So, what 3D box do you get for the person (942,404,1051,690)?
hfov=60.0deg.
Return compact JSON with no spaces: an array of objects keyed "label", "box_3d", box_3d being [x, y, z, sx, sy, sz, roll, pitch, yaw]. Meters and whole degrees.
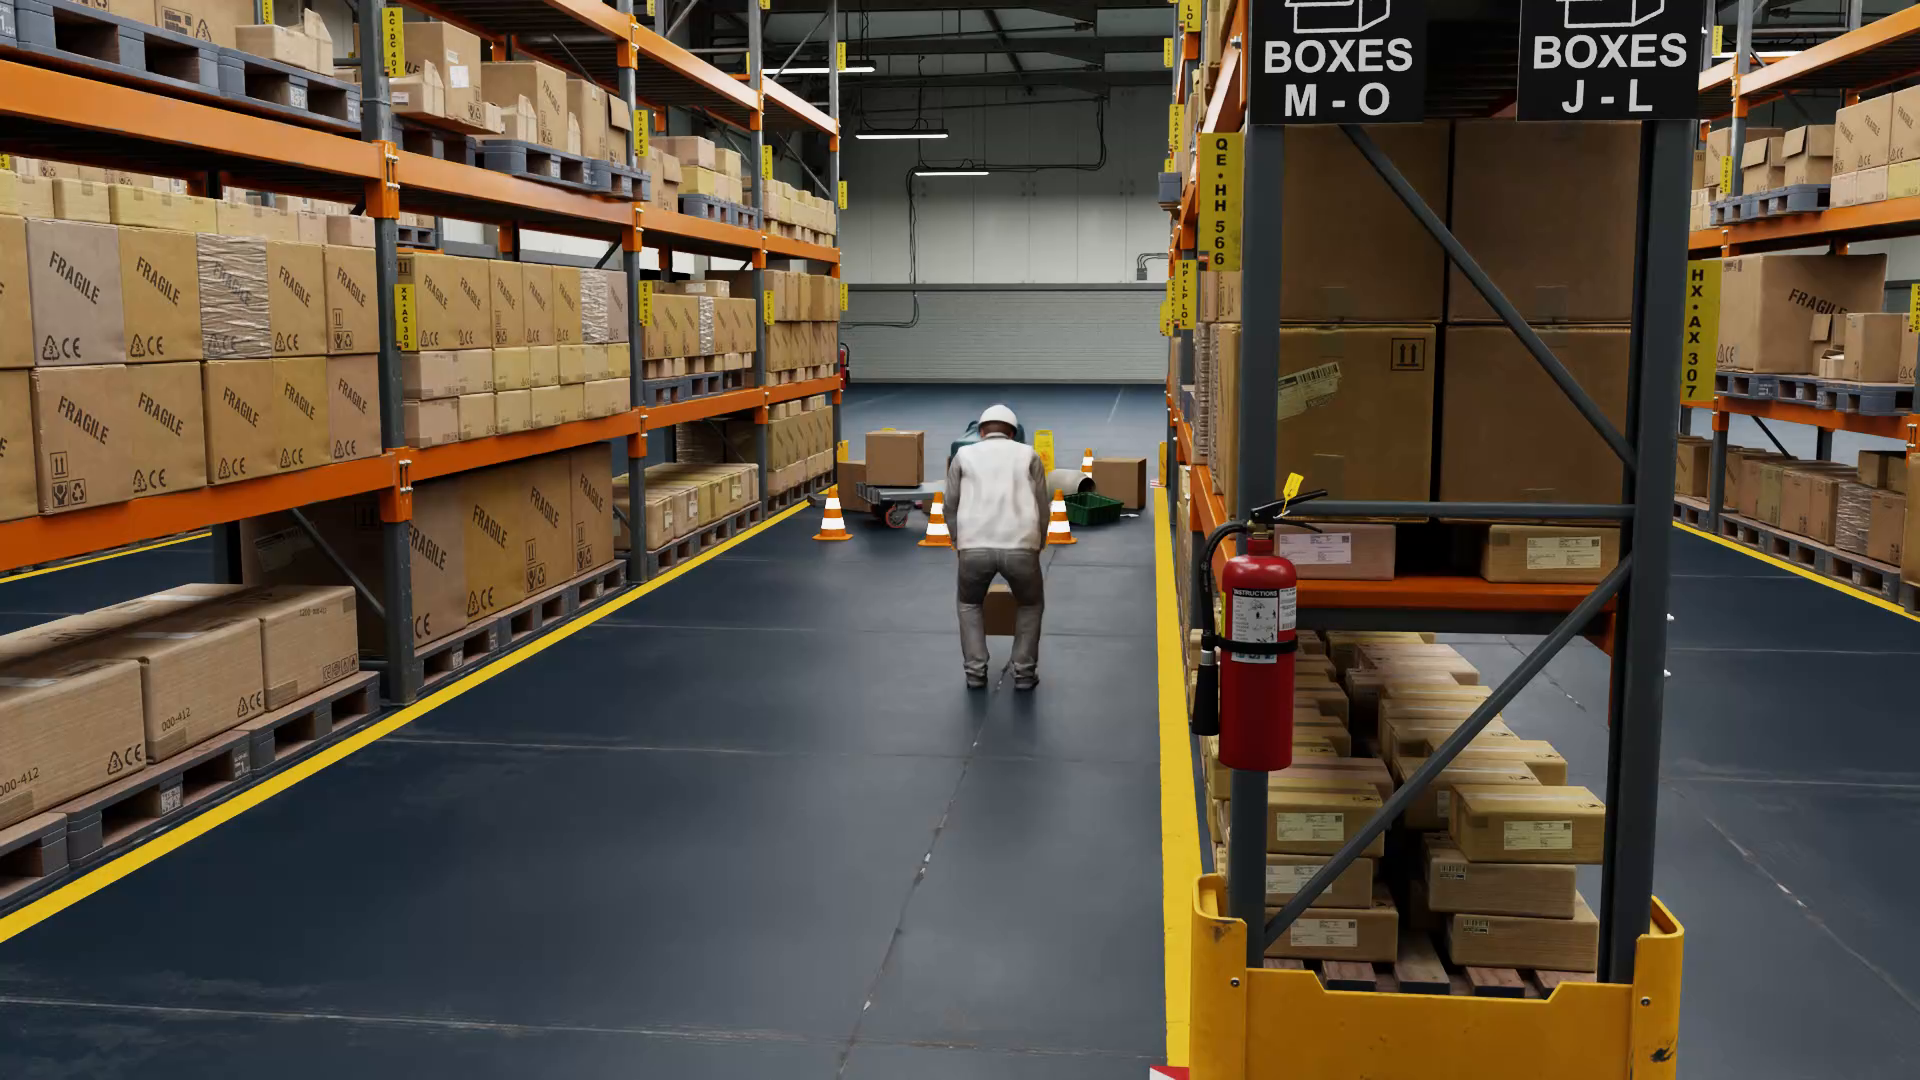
[{"label":"person","box_3d":[0.188,0.033,8.980,0.590,1.507,0.713,1,8,7]}]
